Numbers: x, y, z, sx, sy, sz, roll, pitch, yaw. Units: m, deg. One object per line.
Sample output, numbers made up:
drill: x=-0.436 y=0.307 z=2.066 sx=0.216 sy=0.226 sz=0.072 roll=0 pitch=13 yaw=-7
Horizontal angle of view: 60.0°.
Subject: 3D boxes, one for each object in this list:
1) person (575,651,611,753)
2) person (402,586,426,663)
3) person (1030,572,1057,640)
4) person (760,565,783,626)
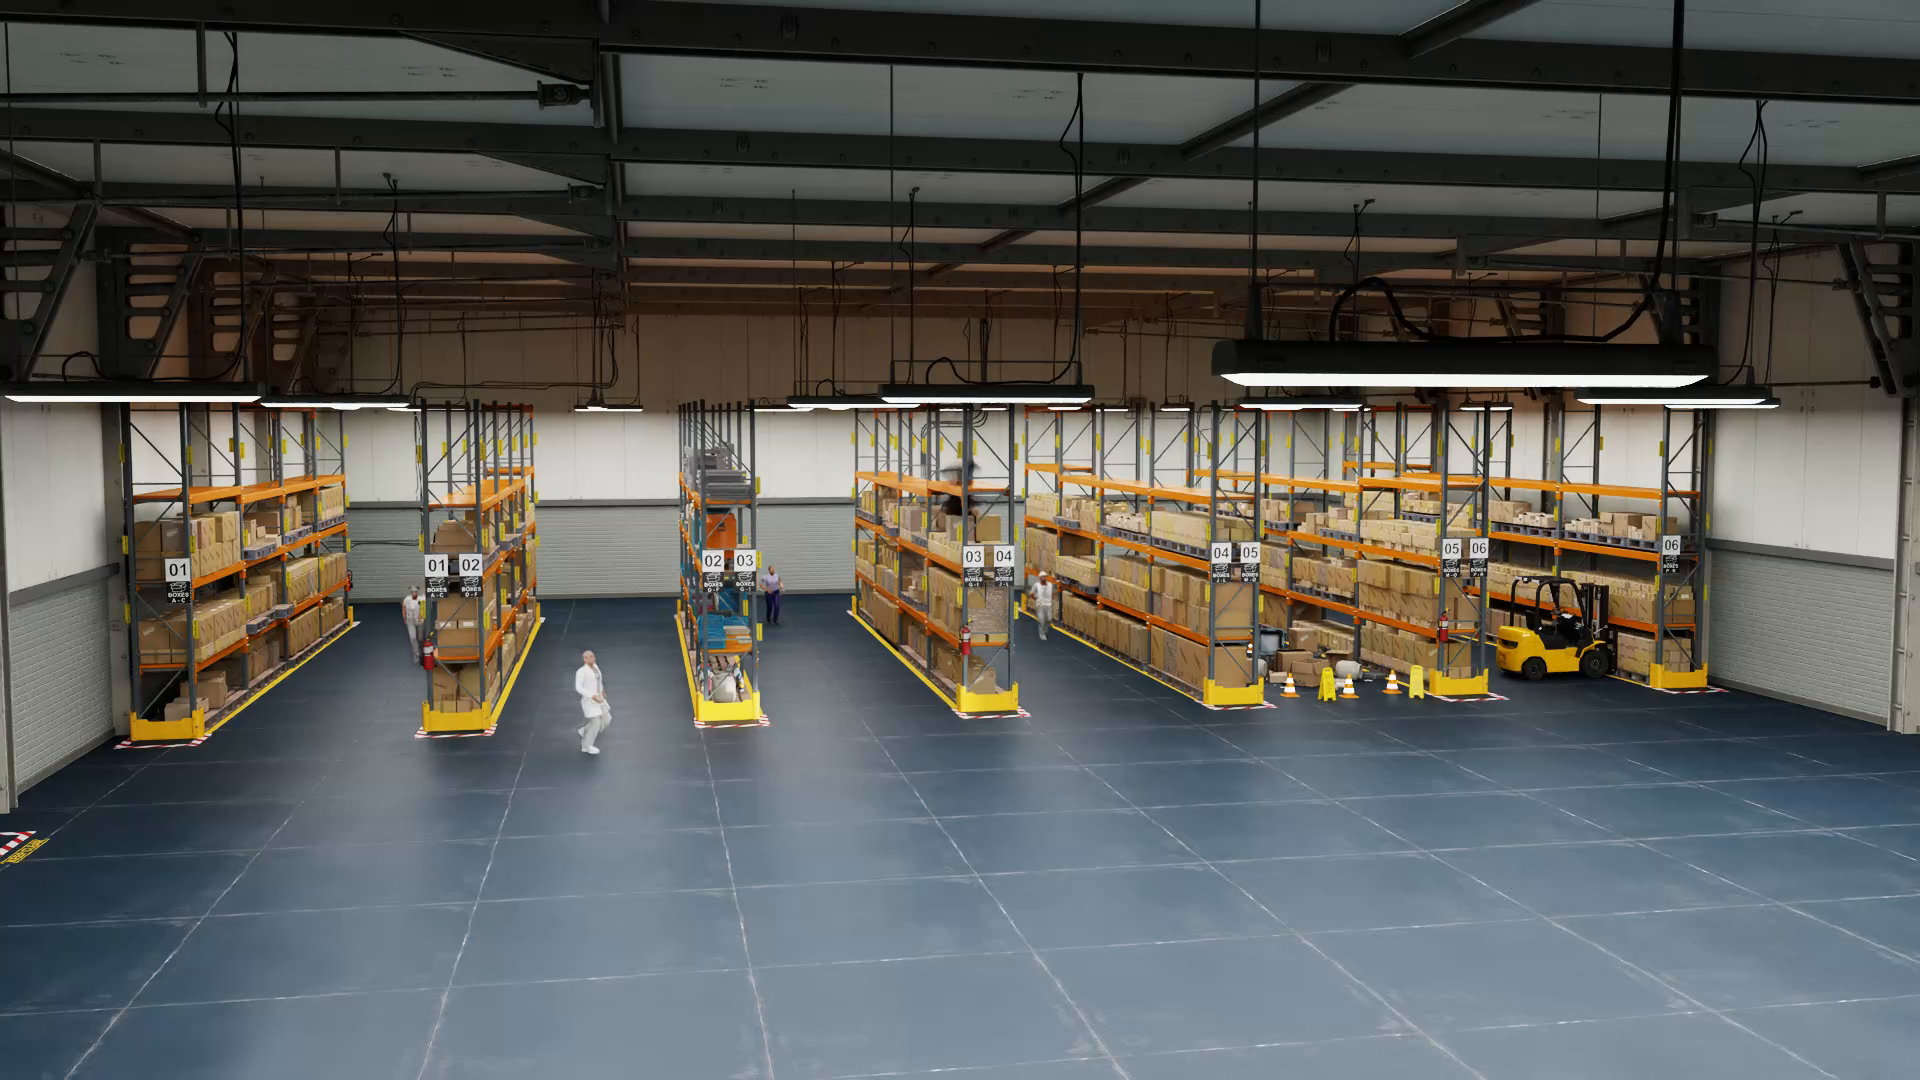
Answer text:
person: x=-6.229 y=2.736 z=28.153 sx=0.570 sy=1.740 sz=0.710 roll=2 pitch=5 yaw=20
person: x=-12.689 y=1.929 z=38.830 sx=0.686 sy=1.776 sz=0.925 roll=0 pitch=4 yaw=-7
person: x=2.124 y=1.673 z=42.268 sx=0.685 sy=1.736 sz=0.599 roll=-1 pitch=4 yaw=-13
person: x=-5.131 y=1.516 z=45.354 sx=0.658 sy=1.656 sz=0.706 roll=-2 pitch=5 yaw=-27
